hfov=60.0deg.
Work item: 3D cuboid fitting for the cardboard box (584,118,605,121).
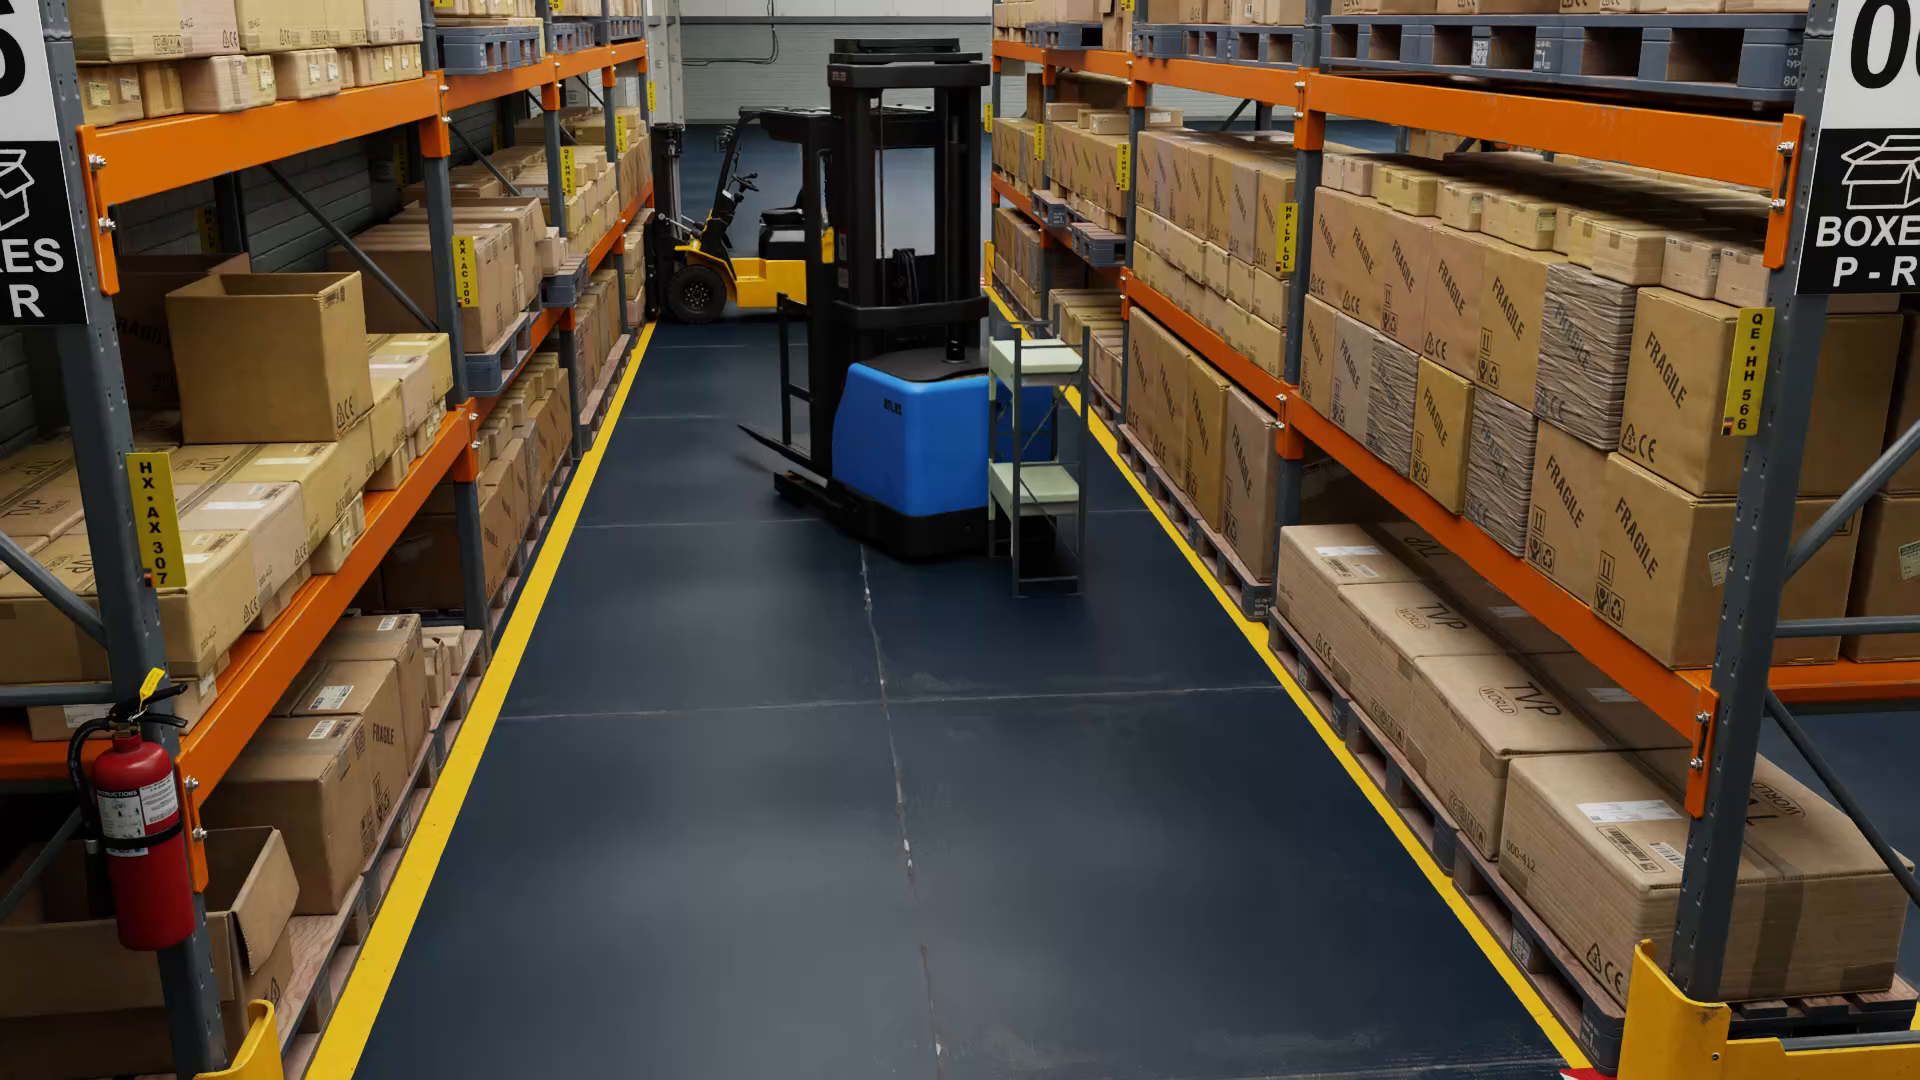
[{"bbox_3d":[-3.515,-4.100,16.482,0.380,0.149,0.250,-2,18,-7],"label":"cardboard box"}]

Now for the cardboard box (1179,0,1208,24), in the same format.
[{"bbox_3d":[1.891,-3.725,11.153,0.797,0.503,0.637,-3,18,-9],"label":"cardboard box"}]

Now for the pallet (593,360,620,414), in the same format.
[{"bbox_3d":[-3.404,-1.276,13.890,1.003,0.211,1.213,-2,18,-6],"label":"pallet"}]

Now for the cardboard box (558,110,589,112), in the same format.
[{"bbox_3d":[-4.192,-4.542,17.890,0.380,0.149,0.250,-2,18,-5],"label":"cardboard box"}]

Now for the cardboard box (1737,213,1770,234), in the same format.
[{"bbox_3d":[2.710,-0.952,5.282,0.380,0.149,0.250,-2,18,-7],"label":"cardboard box"}]

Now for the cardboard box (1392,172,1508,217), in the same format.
[{"bbox_3d":[1.963,-1.386,6.664,0.380,0.149,0.250,-2,18,-7],"label":"cardboard box"}]

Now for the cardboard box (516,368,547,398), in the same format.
[{"bbox_3d":[-2.890,-1.015,10.792,0.380,0.149,0.250,-2,18,-7],"label":"cardboard box"}]

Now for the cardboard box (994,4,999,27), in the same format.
[{"bbox_3d":[0.664,-5.879,18.641,0.500,0.250,0.500,-2,18,-7],"label":"cardboard box"}]

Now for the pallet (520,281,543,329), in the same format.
[{"bbox_3d":[-3.030,-1.327,9.716,1.003,0.211,1.213,-2,18,-6],"label":"pallet"}]

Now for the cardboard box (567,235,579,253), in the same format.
[{"bbox_3d":[-3.038,-2.066,12.000,0.500,0.250,0.500,-2,18,-5],"label":"cardboard box"}]

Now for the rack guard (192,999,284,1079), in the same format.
[{"bbox_3d":[-2.418,1.556,4.387,1.175,0.500,0.348,-2,18,-6],"label":"rack guard"}]

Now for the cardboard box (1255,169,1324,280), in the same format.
[{"bbox_3d":[1.819,-1.610,8.463,0.500,0.500,0.500,-1,17,-4],"label":"cardboard box"}]

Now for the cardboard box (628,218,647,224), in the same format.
[{"bbox_3d":[-3.582,-3.317,17.955,0.500,0.250,0.500,-2,17,-5],"label":"cardboard box"}]

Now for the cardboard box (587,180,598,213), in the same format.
[{"bbox_3d":[-3.202,-2.761,13.381,0.500,0.250,0.500,-2,17,-5],"label":"cardboard box"}]

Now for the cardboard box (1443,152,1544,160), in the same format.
[{"bbox_3d":[2.463,-1.713,7.705,0.380,0.149,0.250,-2,18,-7],"label":"cardboard box"}]

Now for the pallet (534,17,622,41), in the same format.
[{"bbox_3d":[-3.761,-4.832,15.699,1.003,0.211,1.213,-2,18,-6],"label":"pallet"}]

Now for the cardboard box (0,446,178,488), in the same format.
[{"bbox_3d":[-2.820,-0.115,5.288,0.500,0.250,0.500,-1,17,-4],"label":"cardboard box"}]

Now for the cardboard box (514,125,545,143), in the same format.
[{"bbox_3d":[-3.981,-3.774,15.445,0.380,0.149,0.250,-2,18,-6],"label":"cardboard box"}]

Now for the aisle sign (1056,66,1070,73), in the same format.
[{"bbox_3d":[1.159,-5.803,19.314,0.394,0.787,0.004,-2,18,-6],"label":"aisle sign"}]

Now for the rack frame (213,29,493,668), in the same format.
[{"bbox_3d":[-2.822,-0.806,7.736,1.000,3.000,0.127,-2,18,-6],"label":"rack frame"}]

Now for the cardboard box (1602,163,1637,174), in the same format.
[{"bbox_3d":[6.091,-3.110,14.909,0.500,0.500,0.500,-2,18,-6],"label":"cardboard box"}]

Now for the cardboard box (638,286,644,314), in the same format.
[{"bbox_3d":[-3.436,-2.383,16.649,0.500,0.250,0.500,-2,18,-7],"label":"cardboard box"}]

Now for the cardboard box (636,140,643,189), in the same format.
[{"bbox_3d":[-3.651,-3.983,17.688,0.500,0.500,0.500,-2,18,-7],"label":"cardboard box"}]

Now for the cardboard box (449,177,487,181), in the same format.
[{"bbox_3d":[-3.608,-2.520,11.946,0.380,0.149,0.250,-1,17,-4],"label":"cardboard box"}]

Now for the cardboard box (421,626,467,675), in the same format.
[{"bbox_3d":[-2.473,0.511,7.600,0.380,0.149,0.250,-2,18,-7],"label":"cardboard box"}]

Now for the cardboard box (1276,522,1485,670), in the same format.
[{"bbox_3d":[2.072,0.252,7.943,0.875,0.438,0.875,-2,18,-6],"label":"cardboard box"}]

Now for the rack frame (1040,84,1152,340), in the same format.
[{"bbox_3d":[1.289,-3.344,15.820,1.000,3.000,0.127,-2,18,-6],"label":"rack frame"}]

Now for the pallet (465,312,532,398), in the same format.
[{"bbox_3d":[-2.796,-0.956,8.534,1.003,0.211,1.213,-2,18,-6],"label":"pallet"}]

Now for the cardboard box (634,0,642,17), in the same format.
[{"bbox_3d":[-3.772,-5.984,18.186,0.500,0.500,0.500,-1,17,-4],"label":"cardboard box"}]

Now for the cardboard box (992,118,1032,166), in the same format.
[{"bbox_3d":[0.650,-4.575,19.080,0.500,0.500,0.500,-2,18,-6],"label":"cardboard box"}]

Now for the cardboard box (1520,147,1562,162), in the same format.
[{"bbox_3d":[6.153,-3.708,16.730,0.875,0.550,0.550,-2,18,-6],"label":"cardboard box"}]

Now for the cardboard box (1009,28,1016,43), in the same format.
[{"bbox_3d":[0.725,-5.353,17.632,0.380,0.149,0.250,-2,17,-5],"label":"cardboard box"}]

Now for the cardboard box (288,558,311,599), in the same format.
[{"bbox_3d":[-2.303,0.092,5.297,0.380,0.149,0.250,-2,17,-5],"label":"cardboard box"}]

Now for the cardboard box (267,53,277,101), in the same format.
[{"bbox_3d":[-2.318,-1.409,5.068,0.380,0.149,0.250,-2,18,-6],"label":"cardboard box"}]

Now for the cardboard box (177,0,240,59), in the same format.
[{"bbox_3d":[-2.257,-1.407,4.397,0.500,0.250,0.500,-1,17,-5],"label":"cardboard box"}]

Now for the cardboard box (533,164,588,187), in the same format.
[{"bbox_3d":[-3.118,-2.843,12.975,0.380,0.149,0.250,-1,17,-4],"label":"cardboard box"}]

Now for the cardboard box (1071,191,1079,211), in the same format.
[{"bbox_3d":[1.139,-2.861,14.000,0.380,0.149,0.250,-1,17,-4],"label":"cardboard box"}]

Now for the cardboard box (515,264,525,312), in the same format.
[{"bbox_3d":[-2.584,-1.368,9.050,0.396,0.266,0.258,-1,17,-3],"label":"cardboard box"}]

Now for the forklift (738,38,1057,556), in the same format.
[{"bbox_3d":[-0.582,-1.695,10.681,1.130,2.935,3.031,-10,20,-28],"label":"forklift"}]

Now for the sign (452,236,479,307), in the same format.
[{"bbox_3d":[-2.283,-1.238,7.667,0.100,0.325,0.005,-2,18,-6],"label":"sign"}]

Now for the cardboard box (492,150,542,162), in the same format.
[{"bbox_3d":[-3.824,-3.279,14.364,0.380,0.149,0.250,-2,18,-6],"label":"cardboard box"}]

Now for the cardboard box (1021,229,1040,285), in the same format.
[{"bbox_3d":[0.907,-2.910,17.074,0.500,0.500,0.500,-1,17,-5],"label":"cardboard box"}]

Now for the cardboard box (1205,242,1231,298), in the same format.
[{"bbox_3d":[1.709,-1.554,9.535,0.500,0.250,0.500,-1,17,-4],"label":"cardboard box"}]

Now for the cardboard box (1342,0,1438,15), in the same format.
[{"bbox_3d":[1.966,-2.505,7.107,0.500,0.500,0.500,-1,17,-5],"label":"cardboard box"}]

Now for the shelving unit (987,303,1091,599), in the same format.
[{"bbox_3d":[0.426,-0.510,9.297,0.431,1.500,0.755,-3,18,-9],"label":"shelving unit"}]

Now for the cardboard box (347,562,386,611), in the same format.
[{"bbox_3d":[-3.167,0.049,8.484,0.500,0.500,0.500,-2,18,-6],"label":"cardboard box"}]

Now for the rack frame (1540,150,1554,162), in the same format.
[{"bbox_3d":[6.203,-3.527,16.403,1.000,3.000,0.127,-2,18,-6],"label":"rack frame"}]

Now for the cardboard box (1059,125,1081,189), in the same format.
[{"bbox_3d":[1.142,-3.288,14.279,0.500,0.500,0.500,-2,18,-6],"label":"cardboard box"}]

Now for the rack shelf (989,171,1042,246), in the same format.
[{"bbox_3d":[1.083,-3.596,17.826,1.077,0.370,4.000,-2,18,-6],"label":"rack shelf"}]

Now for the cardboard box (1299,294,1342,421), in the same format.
[{"bbox_3d":[1.902,-0.860,7.742,0.500,0.500,0.500,-1,17,-4],"label":"cardboard box"}]

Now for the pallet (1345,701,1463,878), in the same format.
[{"bbox_3d":[2.244,0.963,6.756,1.003,0.211,1.213,-2,18,-6],"label":"pallet"}]

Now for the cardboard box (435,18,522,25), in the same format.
[{"bbox_3d":[-2.836,-2.913,9.690,0.500,0.250,0.500,-2,18,-6],"label":"cardboard box"}]

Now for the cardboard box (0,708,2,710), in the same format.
[{"bbox_3d":[-2.711,0.415,4.266,0.380,0.149,0.250,-2,18,-6],"label":"cardboard box"}]
